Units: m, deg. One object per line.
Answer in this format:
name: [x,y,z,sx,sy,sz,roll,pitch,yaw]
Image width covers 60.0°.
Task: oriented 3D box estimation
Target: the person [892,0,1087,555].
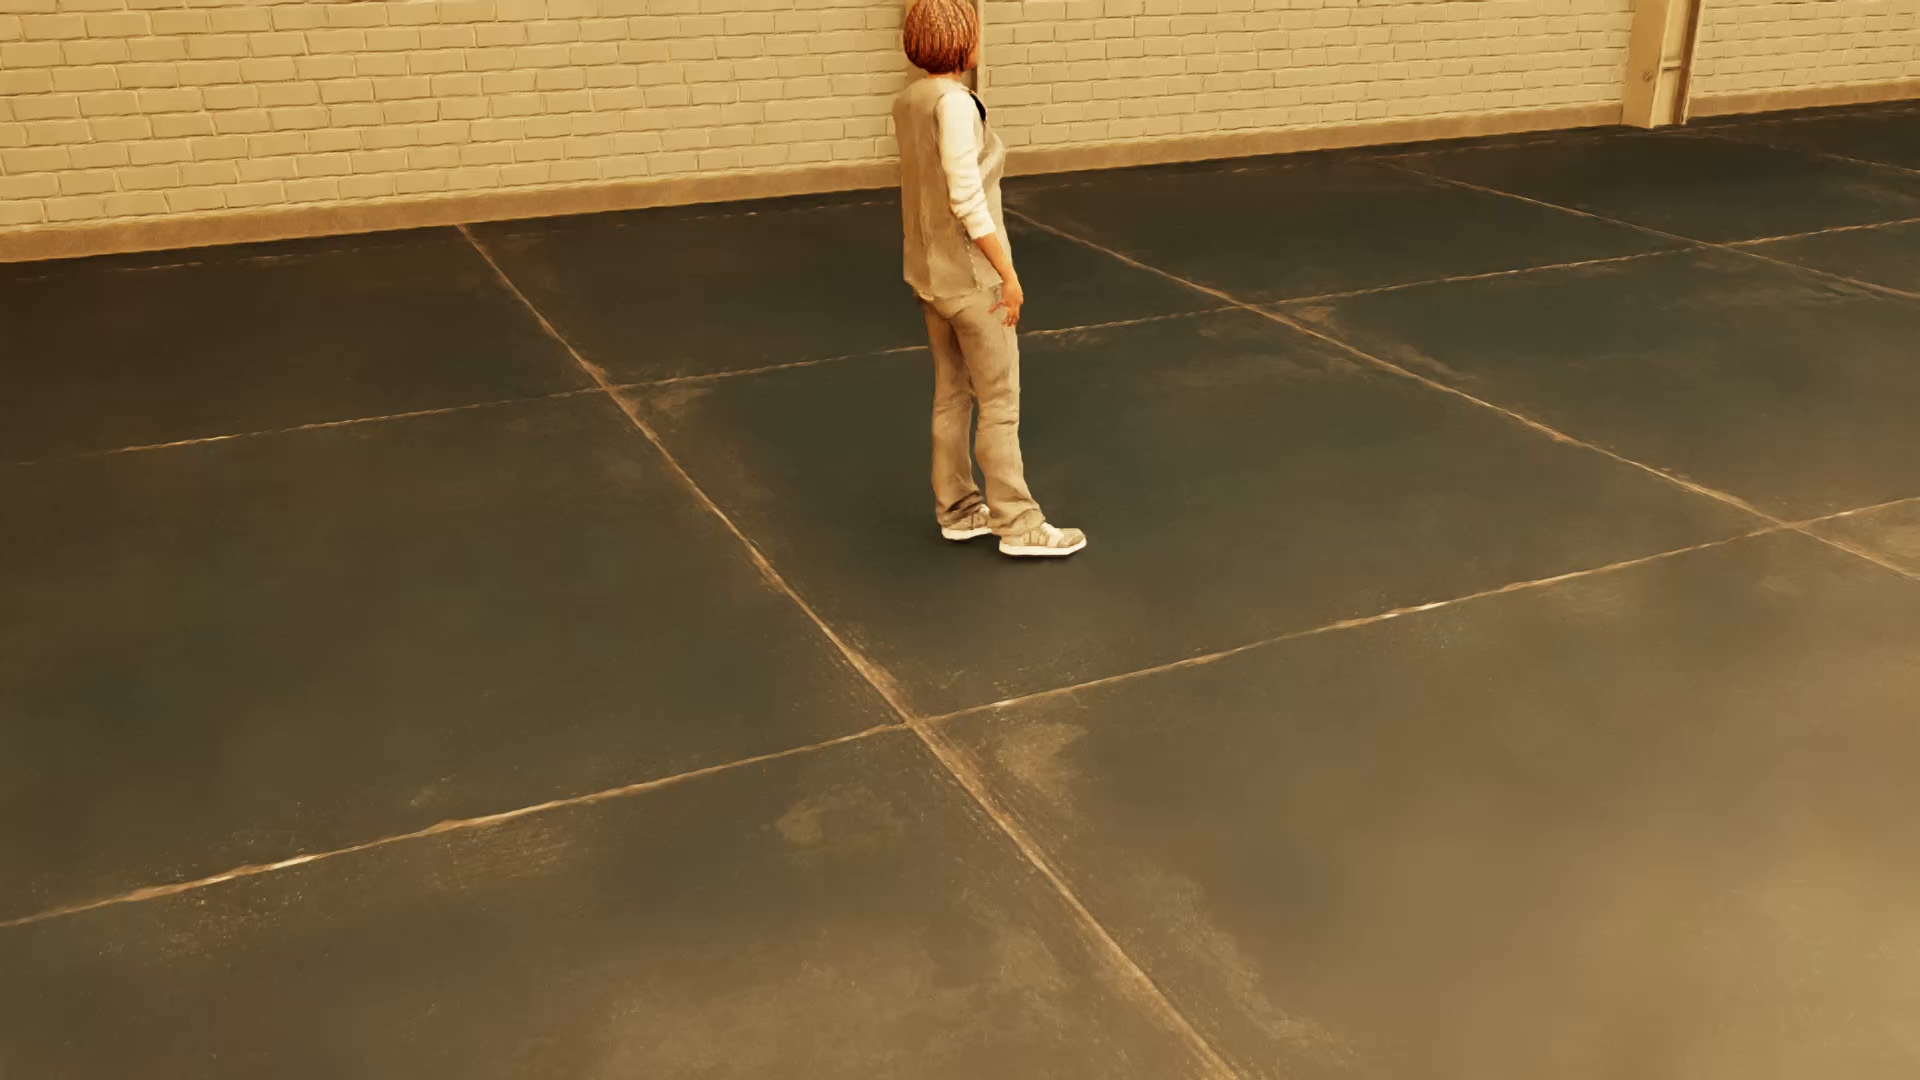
person: [0.074,-0.745,4.818,0.473,1.583,0.521,-10,25,-23]
